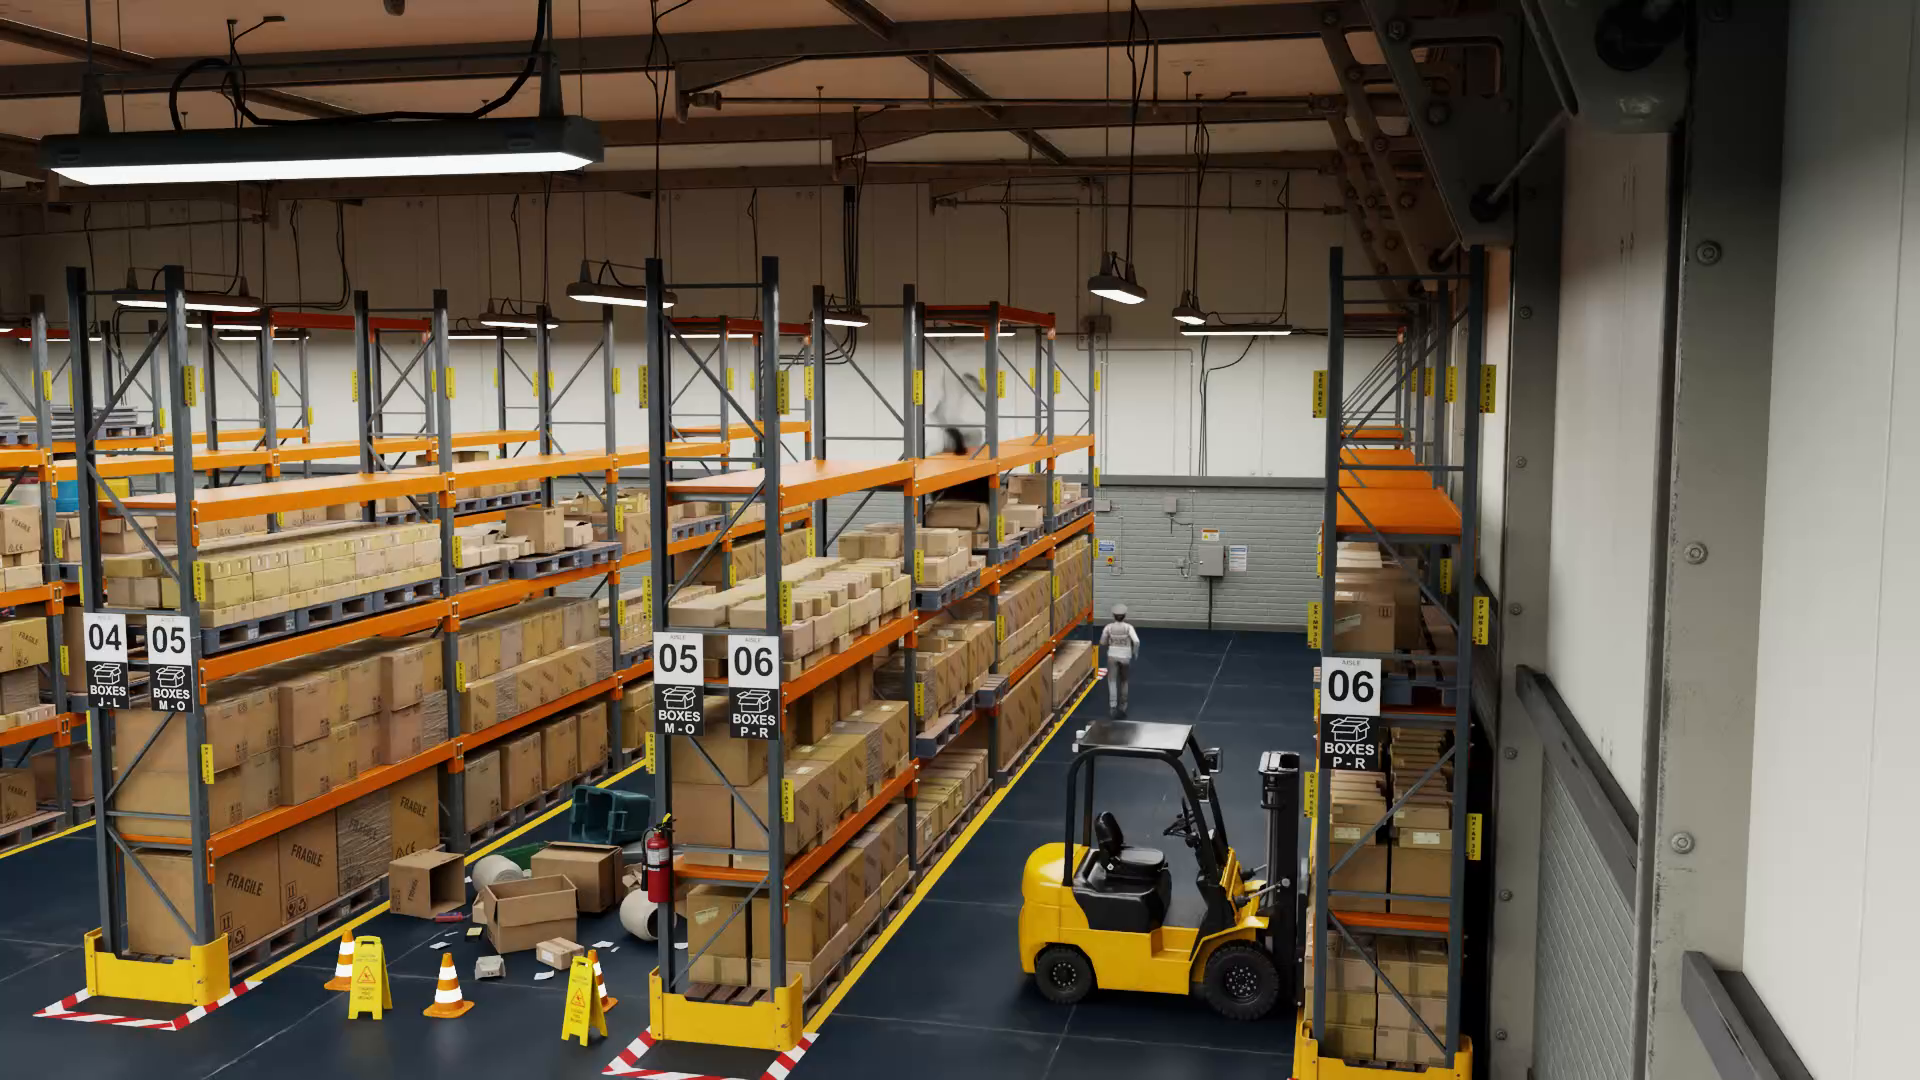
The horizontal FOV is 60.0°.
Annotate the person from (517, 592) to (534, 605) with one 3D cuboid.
[{"bbox_3d":[-7.064,1.578,27.163,0.617,1.706,0.922,2,6,17],"label":"person"}]

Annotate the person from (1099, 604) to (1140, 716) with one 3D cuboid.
[{"bbox_3d":[2.380,1.787,24.836,0.611,1.681,0.906,1,6,7],"label":"person"}]
